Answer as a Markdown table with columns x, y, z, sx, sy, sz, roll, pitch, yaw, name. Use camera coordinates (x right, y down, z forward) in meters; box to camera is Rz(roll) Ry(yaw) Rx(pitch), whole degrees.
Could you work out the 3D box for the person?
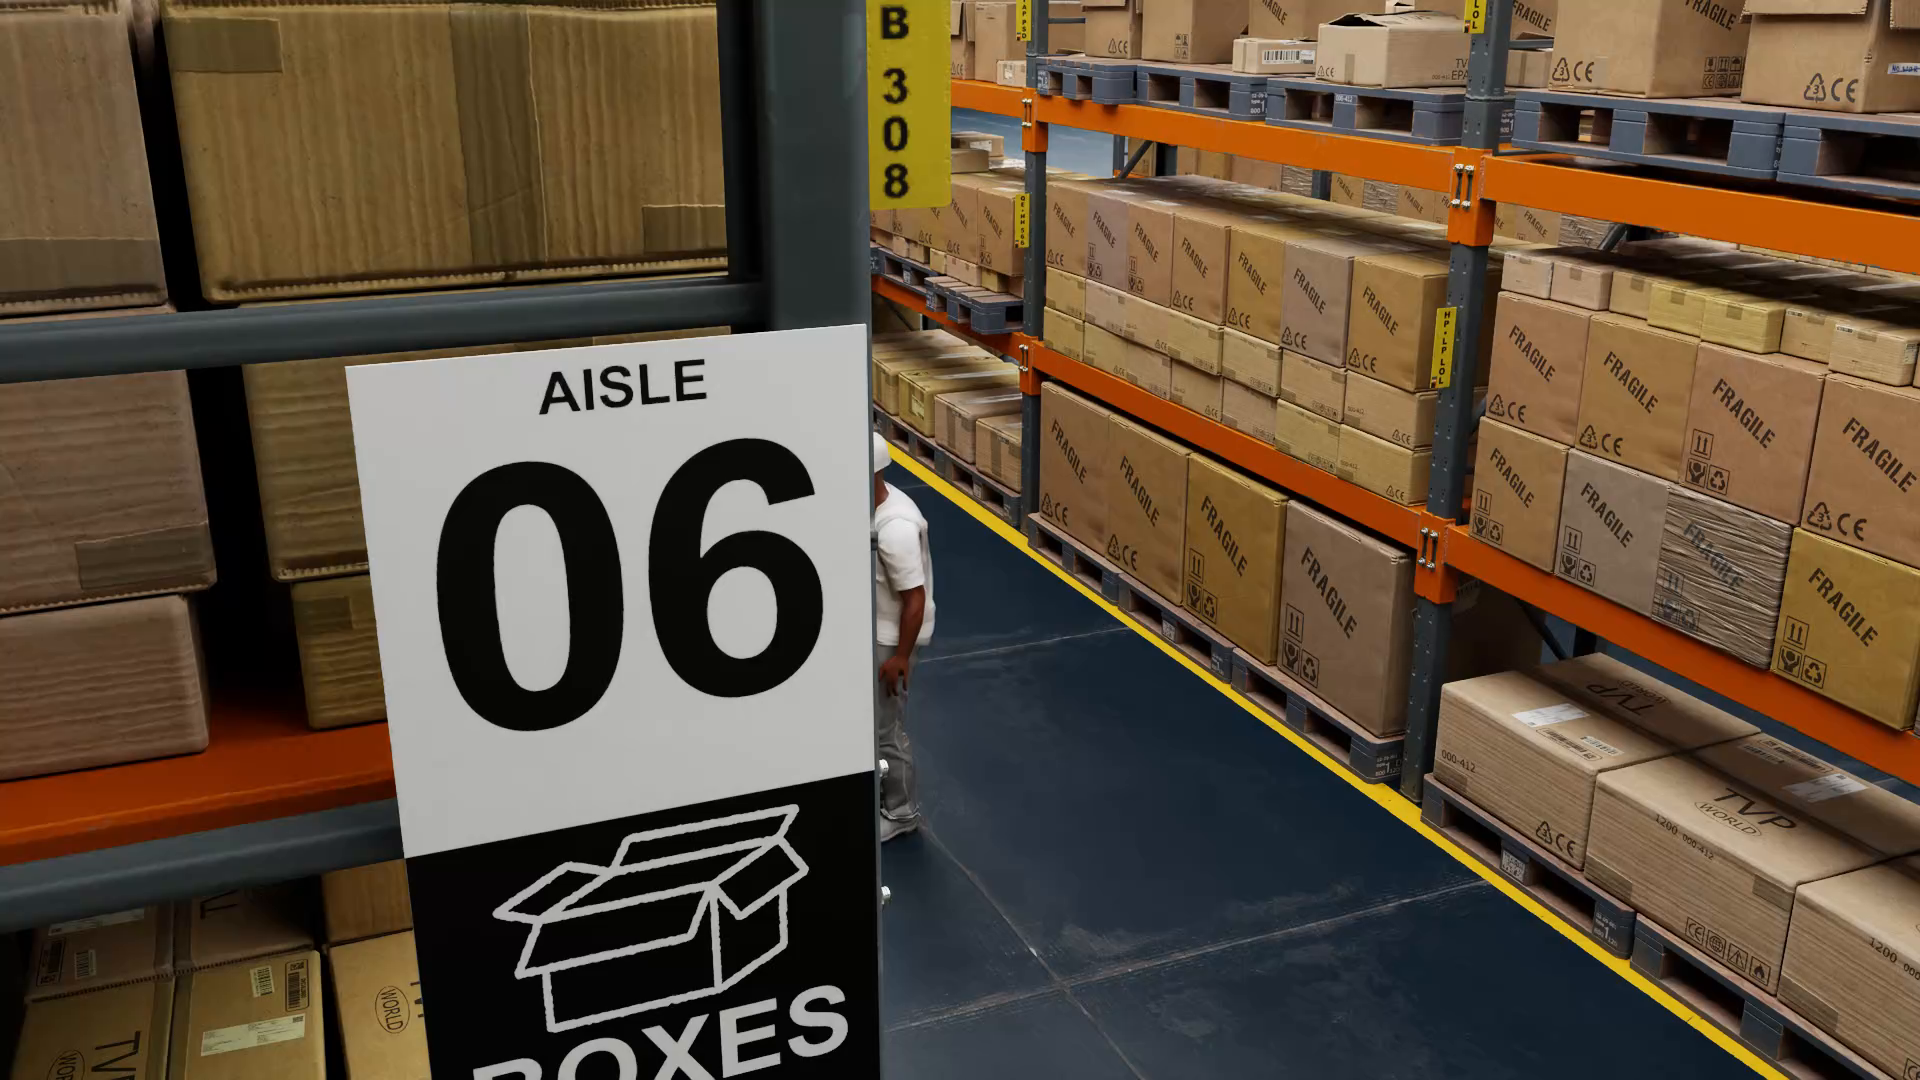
| x | y | z | sx | sy | sz | roll | pitch | yaw | name |
| --- | --- | --- | --- | --- | --- | --- | --- | --- | --- |
| -0.350 | 0.389 | 6.885 | 0.454 | 1.761 | 0.636 | -9 | 21 | -25 | person |
